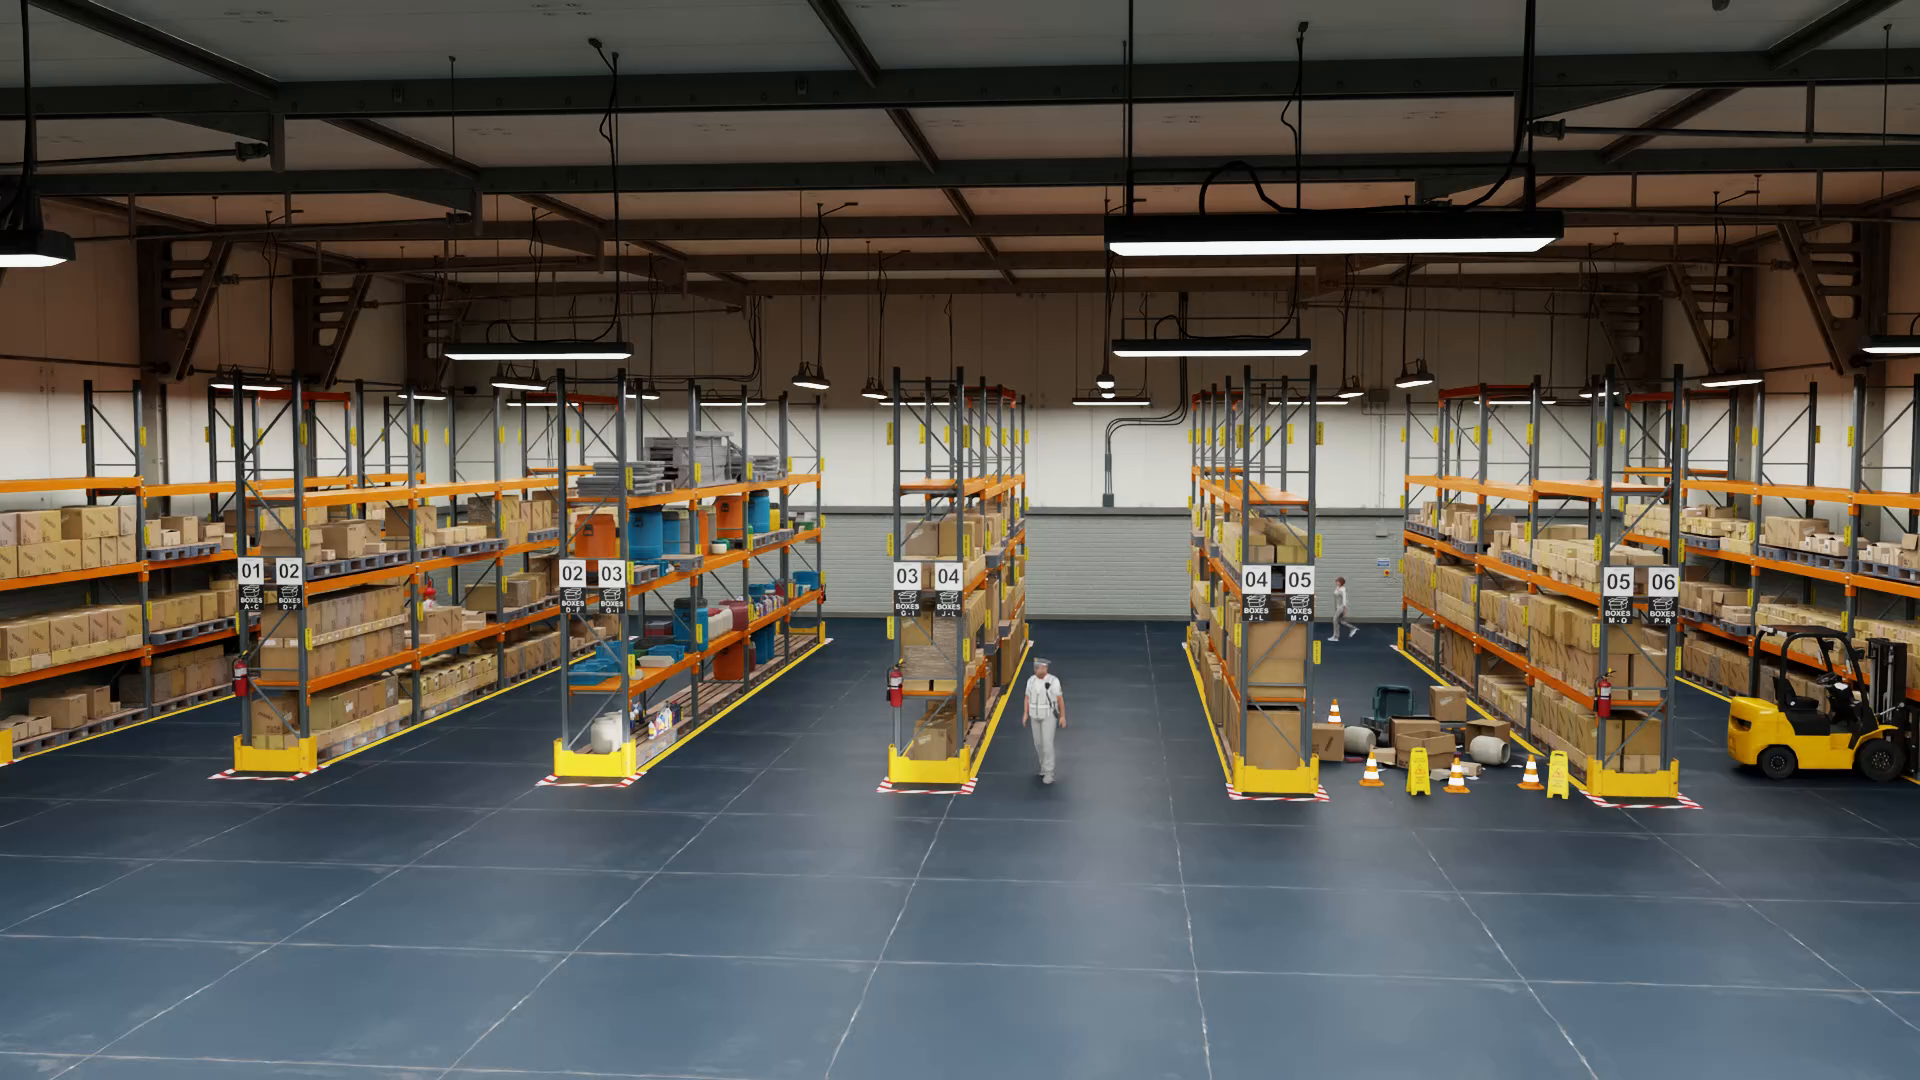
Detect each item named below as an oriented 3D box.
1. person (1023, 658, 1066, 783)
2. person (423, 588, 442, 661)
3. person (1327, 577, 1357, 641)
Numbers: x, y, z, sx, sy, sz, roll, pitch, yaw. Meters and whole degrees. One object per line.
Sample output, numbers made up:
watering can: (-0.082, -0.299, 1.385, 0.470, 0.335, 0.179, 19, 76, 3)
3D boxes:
person: (1.194, 2.609, 24.388, 0.637, 1.762, 0.725, 2, 4, 32)
person: (-11.297, 1.908, 35.417, 0.582, 1.775, 0.548, 1, 4, 20)
person: (9.355, 1.676, 40.644, 0.755, 1.568, 0.403, 0, 4, -1)
